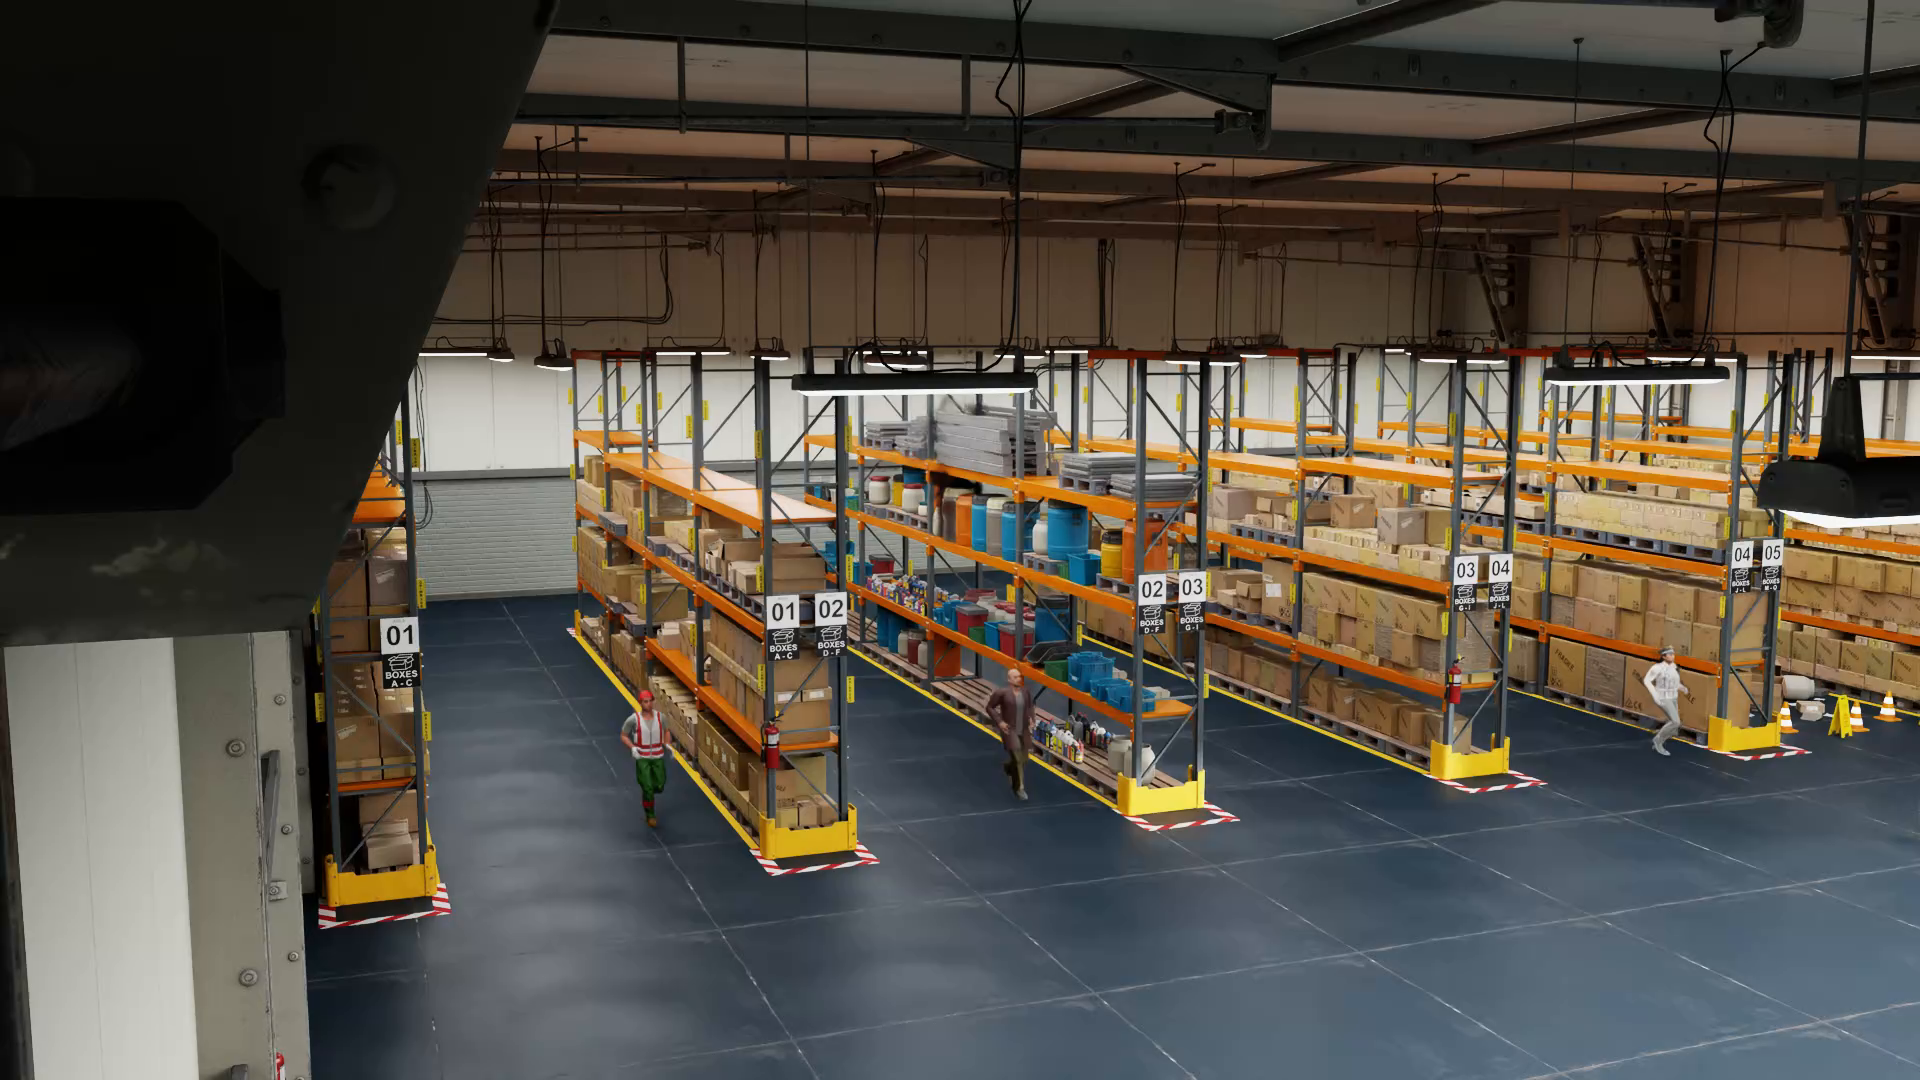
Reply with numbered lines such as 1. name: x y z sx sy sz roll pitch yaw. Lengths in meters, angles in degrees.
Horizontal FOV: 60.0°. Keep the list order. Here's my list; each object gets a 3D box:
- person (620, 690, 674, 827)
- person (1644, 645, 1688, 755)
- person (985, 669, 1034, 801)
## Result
1. person: -4.059 2.803 21.547 0.656 1.745 0.603 -3 8 -26
2. person: 10.685 2.410 25.057 0.595 1.664 0.527 -4 8 -32
3. person: 0.726 2.636 22.788 0.720 1.762 0.733 -4 8 -29
